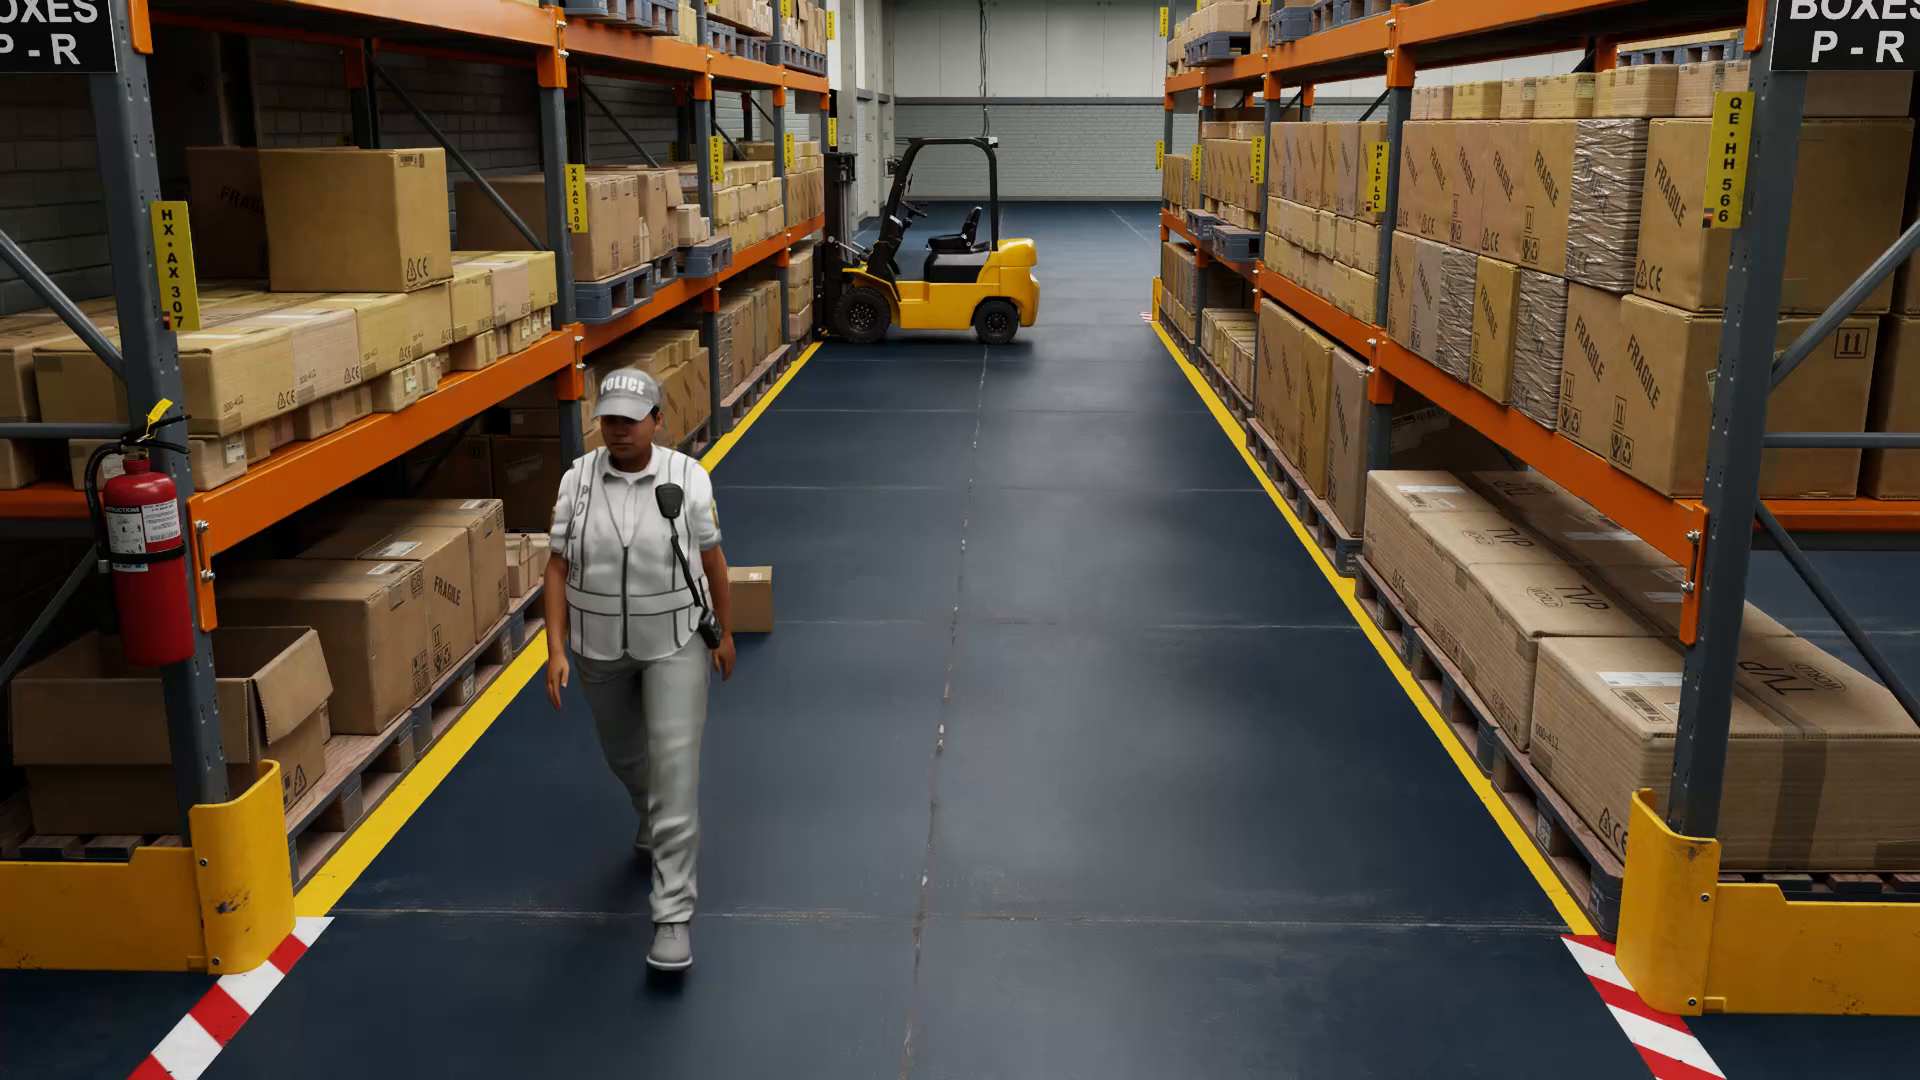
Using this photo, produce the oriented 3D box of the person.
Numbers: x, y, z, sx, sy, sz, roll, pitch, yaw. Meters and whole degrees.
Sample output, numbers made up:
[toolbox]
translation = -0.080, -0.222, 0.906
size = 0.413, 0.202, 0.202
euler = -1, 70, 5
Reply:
[person]
translation = -0.938, 0.305, 4.782
size = 0.495, 1.599, 1.039
euler = 1, 14, 4
